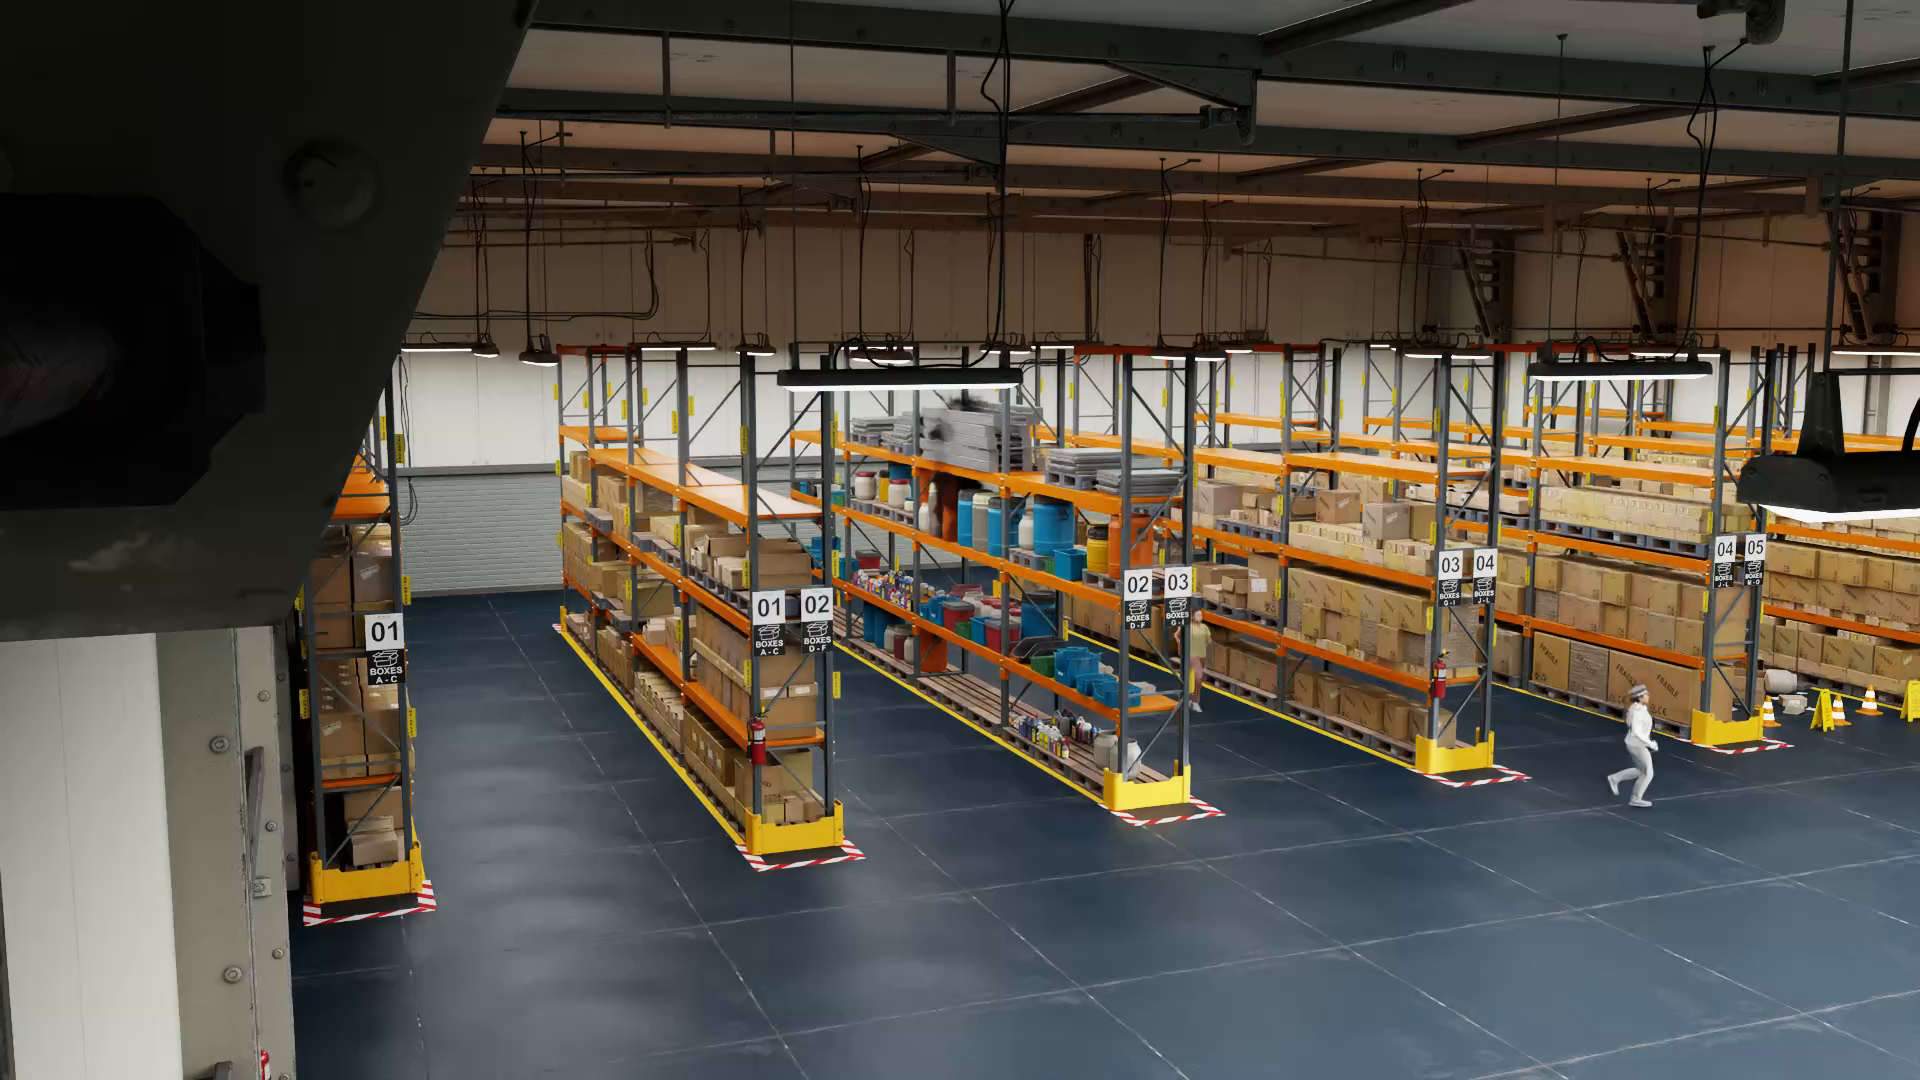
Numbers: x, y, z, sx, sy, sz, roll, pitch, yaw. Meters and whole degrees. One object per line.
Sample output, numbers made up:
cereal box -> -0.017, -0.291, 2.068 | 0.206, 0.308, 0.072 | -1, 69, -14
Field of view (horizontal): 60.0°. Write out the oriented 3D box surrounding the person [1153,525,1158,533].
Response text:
person -> 4.531, 0.494, 39.360 | 0.689, 1.720, 0.637 | 1, 7, 7

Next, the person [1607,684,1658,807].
person -> 8.944, 2.717, 22.072 | 0.565, 1.637, 0.667 | 2, 8, 15

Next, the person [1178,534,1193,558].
person -> 5.049, 0.682, 38.018 | 0.577, 1.627, 0.802 | -2, 7, -13

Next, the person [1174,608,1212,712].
person -> 3.929, 1.983, 27.769 | 0.545, 1.725, 0.730 | -4, 8, -29
